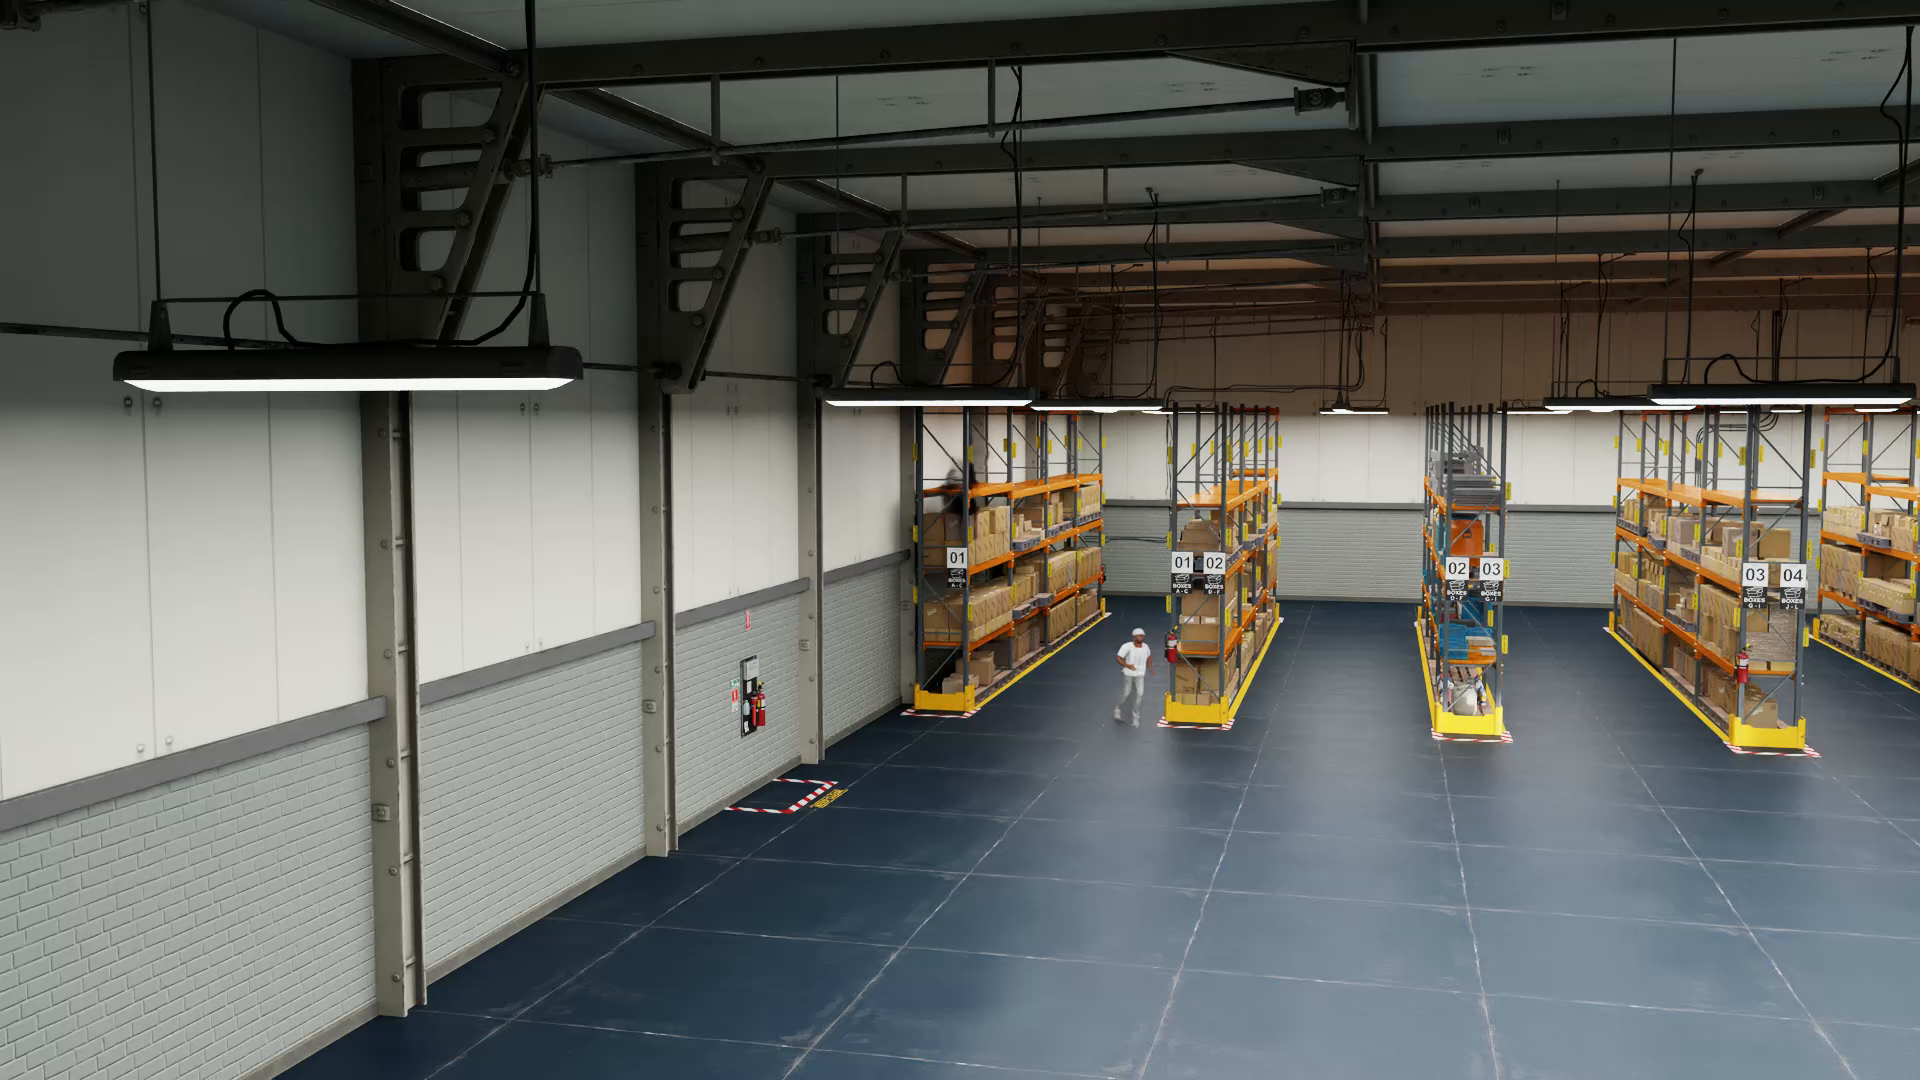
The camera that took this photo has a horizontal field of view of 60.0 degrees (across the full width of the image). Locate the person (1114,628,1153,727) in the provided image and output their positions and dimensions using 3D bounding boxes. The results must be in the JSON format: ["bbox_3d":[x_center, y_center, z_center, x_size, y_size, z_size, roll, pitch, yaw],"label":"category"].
[{"bbox_3d":[3.285,2.545,31.101,0.765,1.791,0.805,-1,4,-17],"label":"person"}]
